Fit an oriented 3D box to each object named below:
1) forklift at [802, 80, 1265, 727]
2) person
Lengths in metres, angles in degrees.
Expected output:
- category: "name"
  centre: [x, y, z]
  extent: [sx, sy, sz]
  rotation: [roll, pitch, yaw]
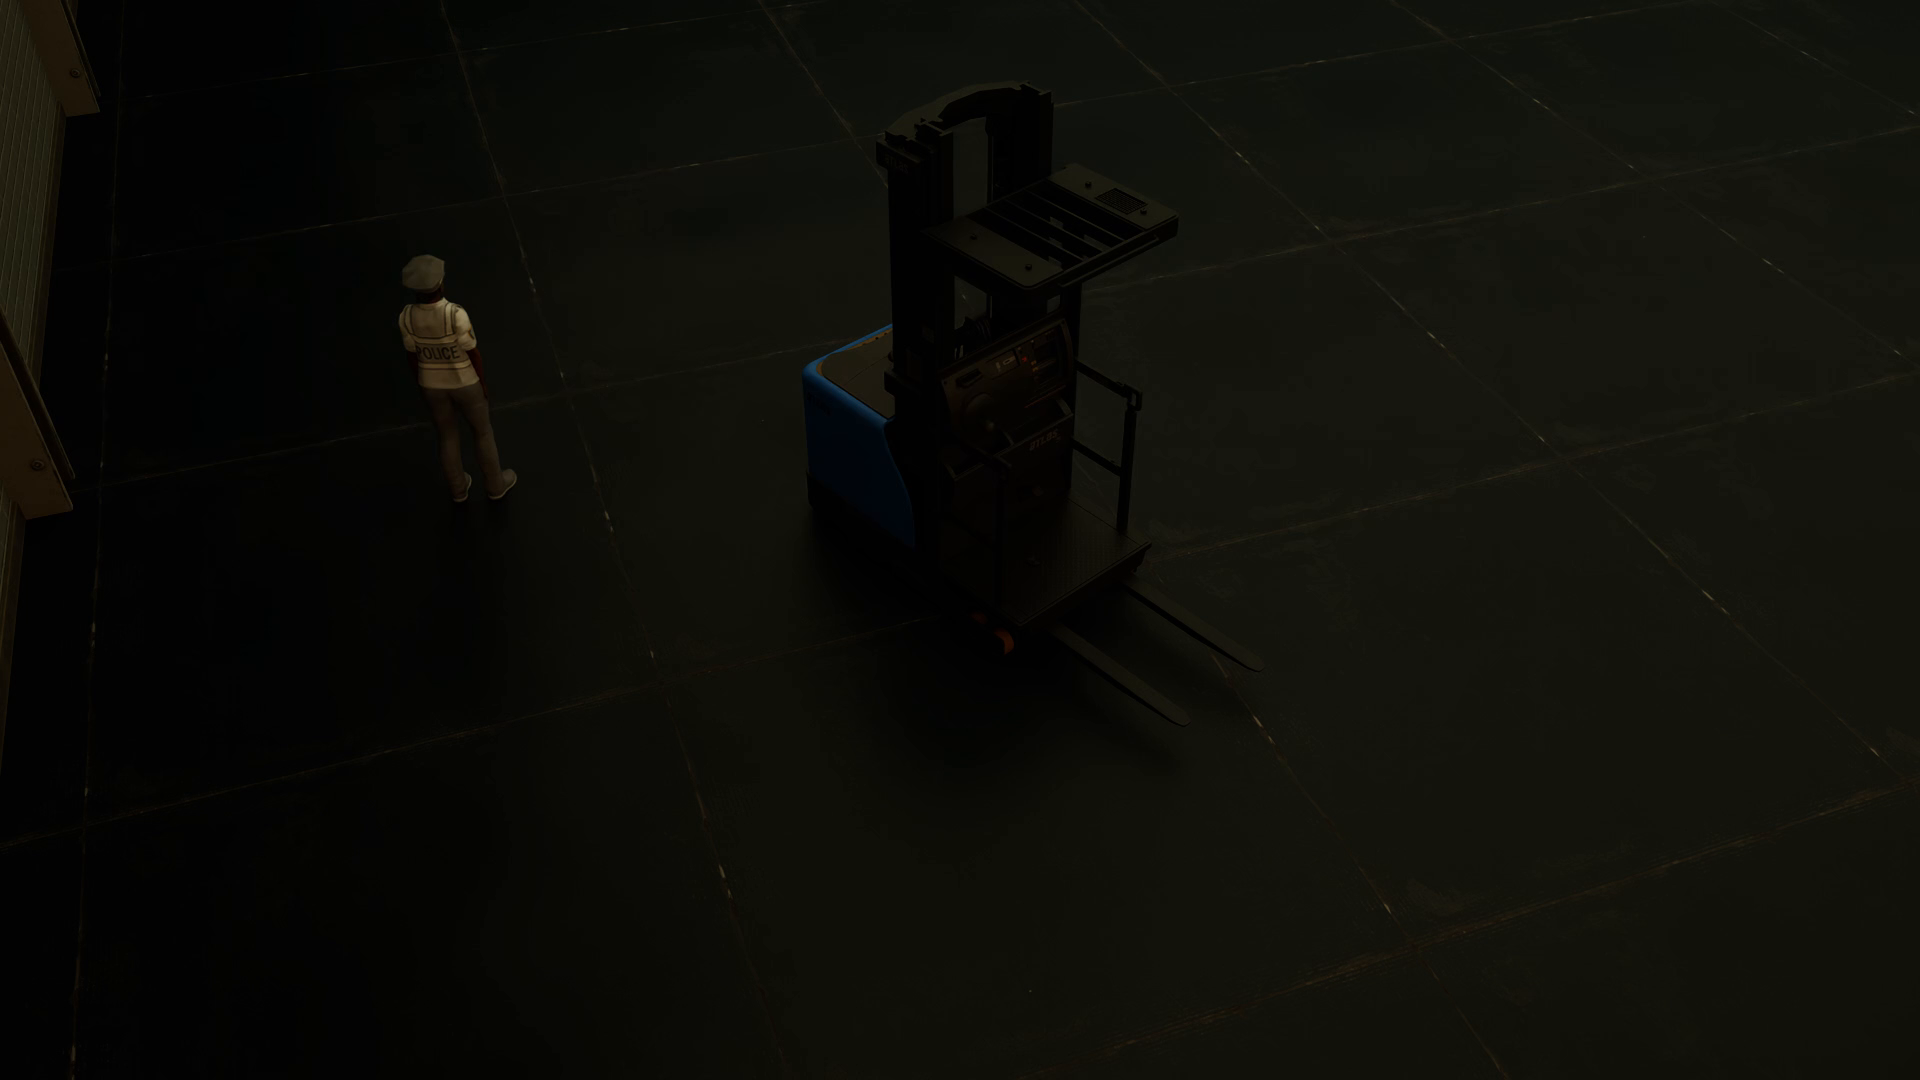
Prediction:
- category: "forklift"
  centre: [0.409, -0.833, 8.988]
  extent: [1.130, 2.935, 3.031]
  rotation: [-30, 49, -31]
- category: "person"
  centre: [-3.079, -0.961, 10.113]
  extent: [0.446, 1.689, 0.341]
  rotation: [-1, 40, -1]
